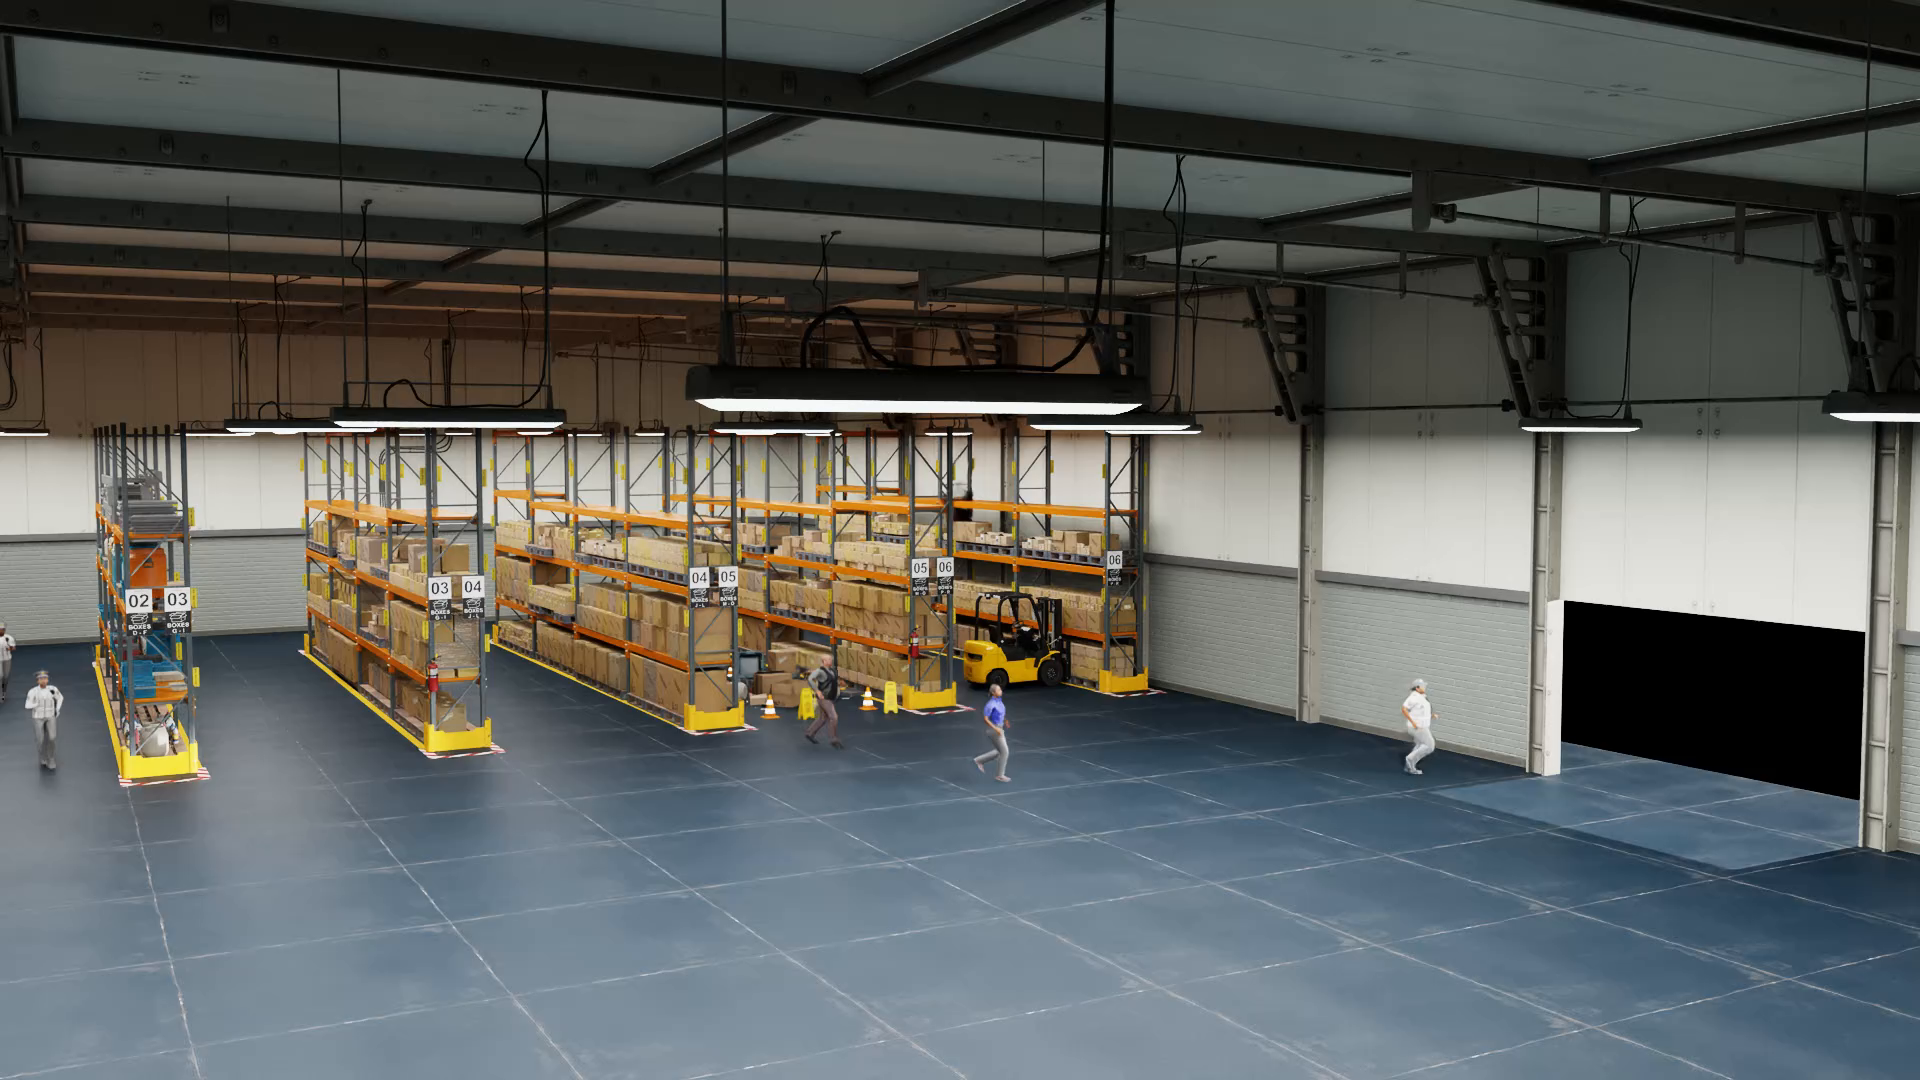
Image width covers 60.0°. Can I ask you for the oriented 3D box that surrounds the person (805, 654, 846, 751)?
[{"bbox_3d":[-2.495,2.994,30.812,0.845,1.774,0.647,1,4,17],"label":"person"}]

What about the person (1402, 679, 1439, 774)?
[{"bbox_3d":[7.869,3.185,28.355,0.573,1.626,0.587,2,4,27],"label":"person"}]

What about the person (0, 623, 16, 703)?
[{"bbox_3d":[-20.972,2.673,36.384,0.547,1.756,0.777,-3,5,-44],"label":"person"}]

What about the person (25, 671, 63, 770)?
[{"bbox_3d":[-15.900,3.128,28.905,0.592,1.734,0.684,-2,4,-32],"label":"person"}]

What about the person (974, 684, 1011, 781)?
[{"bbox_3d":[0.555,3.237,27.931,0.632,1.627,0.576,1,4,15],"label":"person"}]
